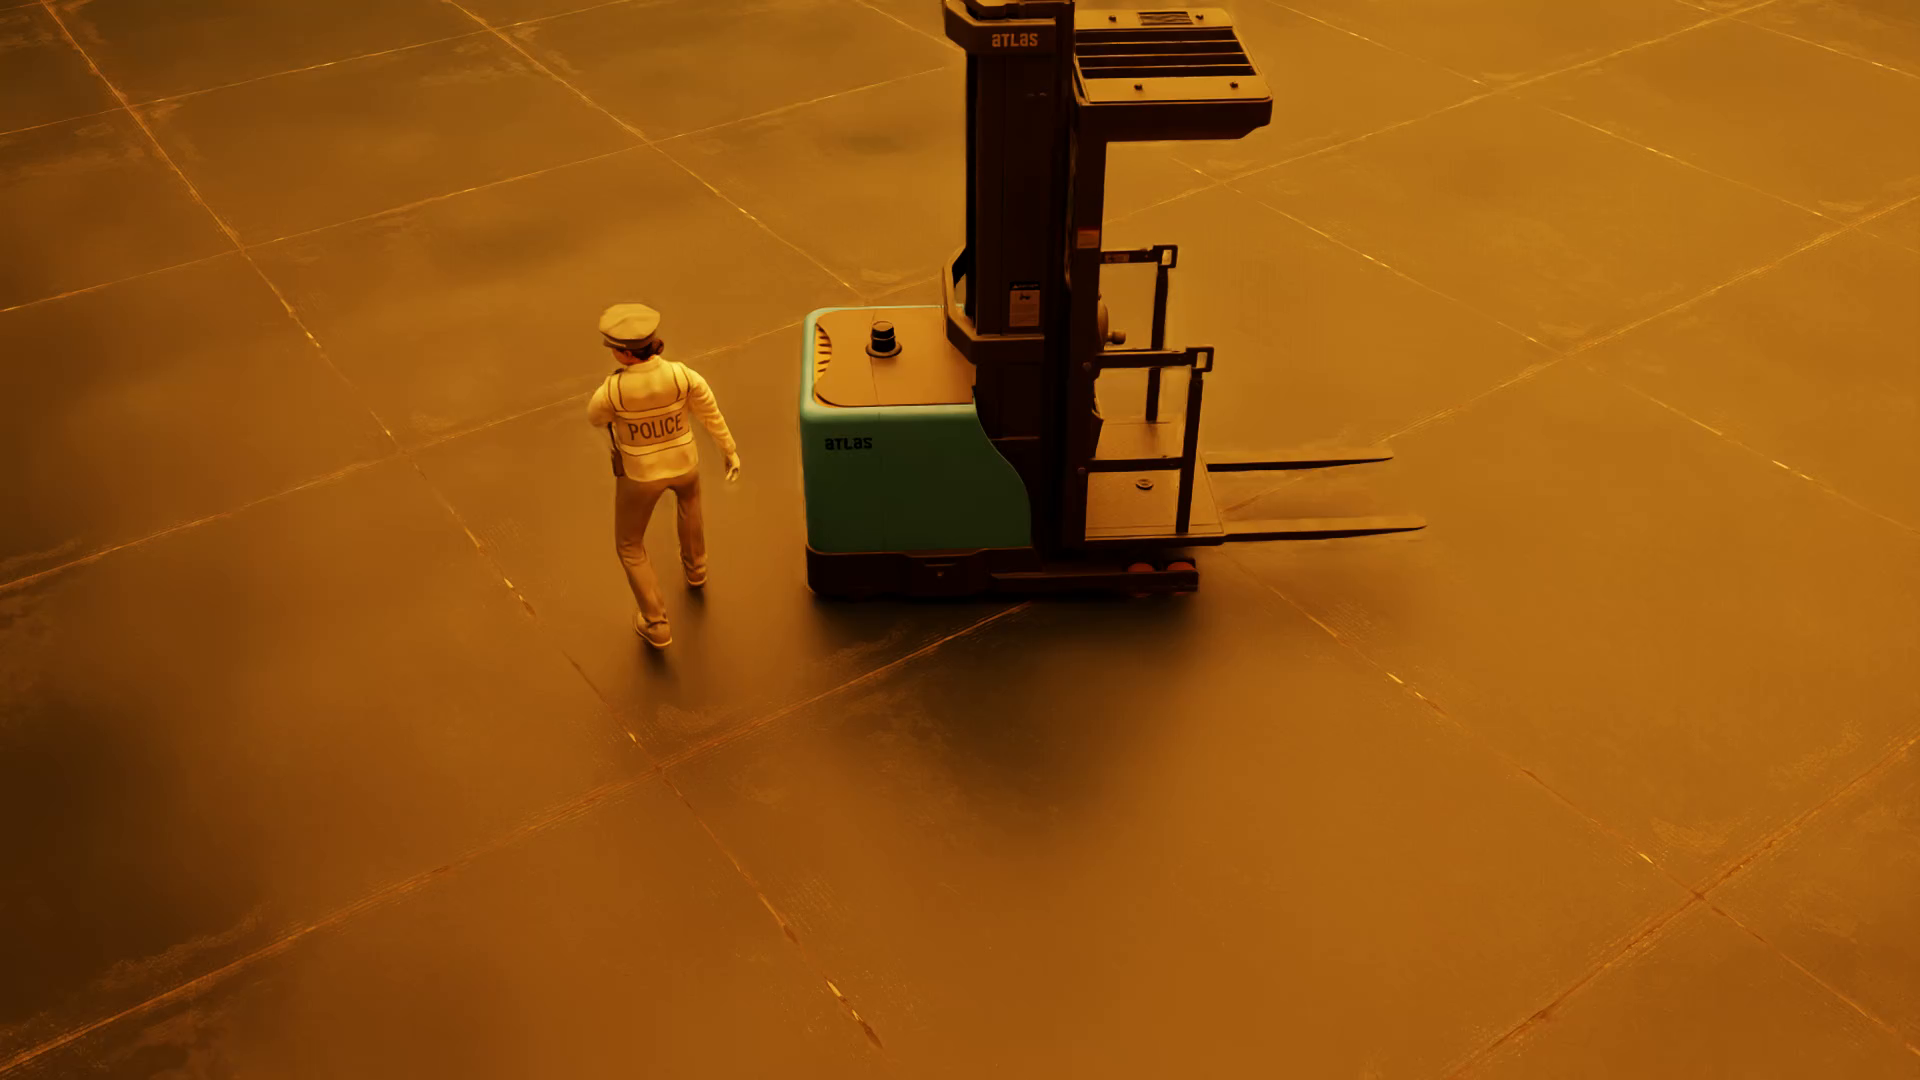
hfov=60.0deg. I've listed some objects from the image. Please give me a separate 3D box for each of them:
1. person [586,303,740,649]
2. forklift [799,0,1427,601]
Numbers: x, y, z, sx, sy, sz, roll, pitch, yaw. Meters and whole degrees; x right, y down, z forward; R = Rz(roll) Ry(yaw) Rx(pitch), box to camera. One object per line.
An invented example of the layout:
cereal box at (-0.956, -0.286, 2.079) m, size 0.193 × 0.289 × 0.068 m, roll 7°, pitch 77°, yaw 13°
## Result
person at (-1.323, -0.368, 7.505) m, size 0.626 × 1.584 × 0.707 m, roll -19°, pitch 40°, yaw -24°
forklift at (0.756, -1.217, 7.590) m, size 3.031 × 2.935 × 1.130 m, roll -2°, pitch 37°, yaw -3°
